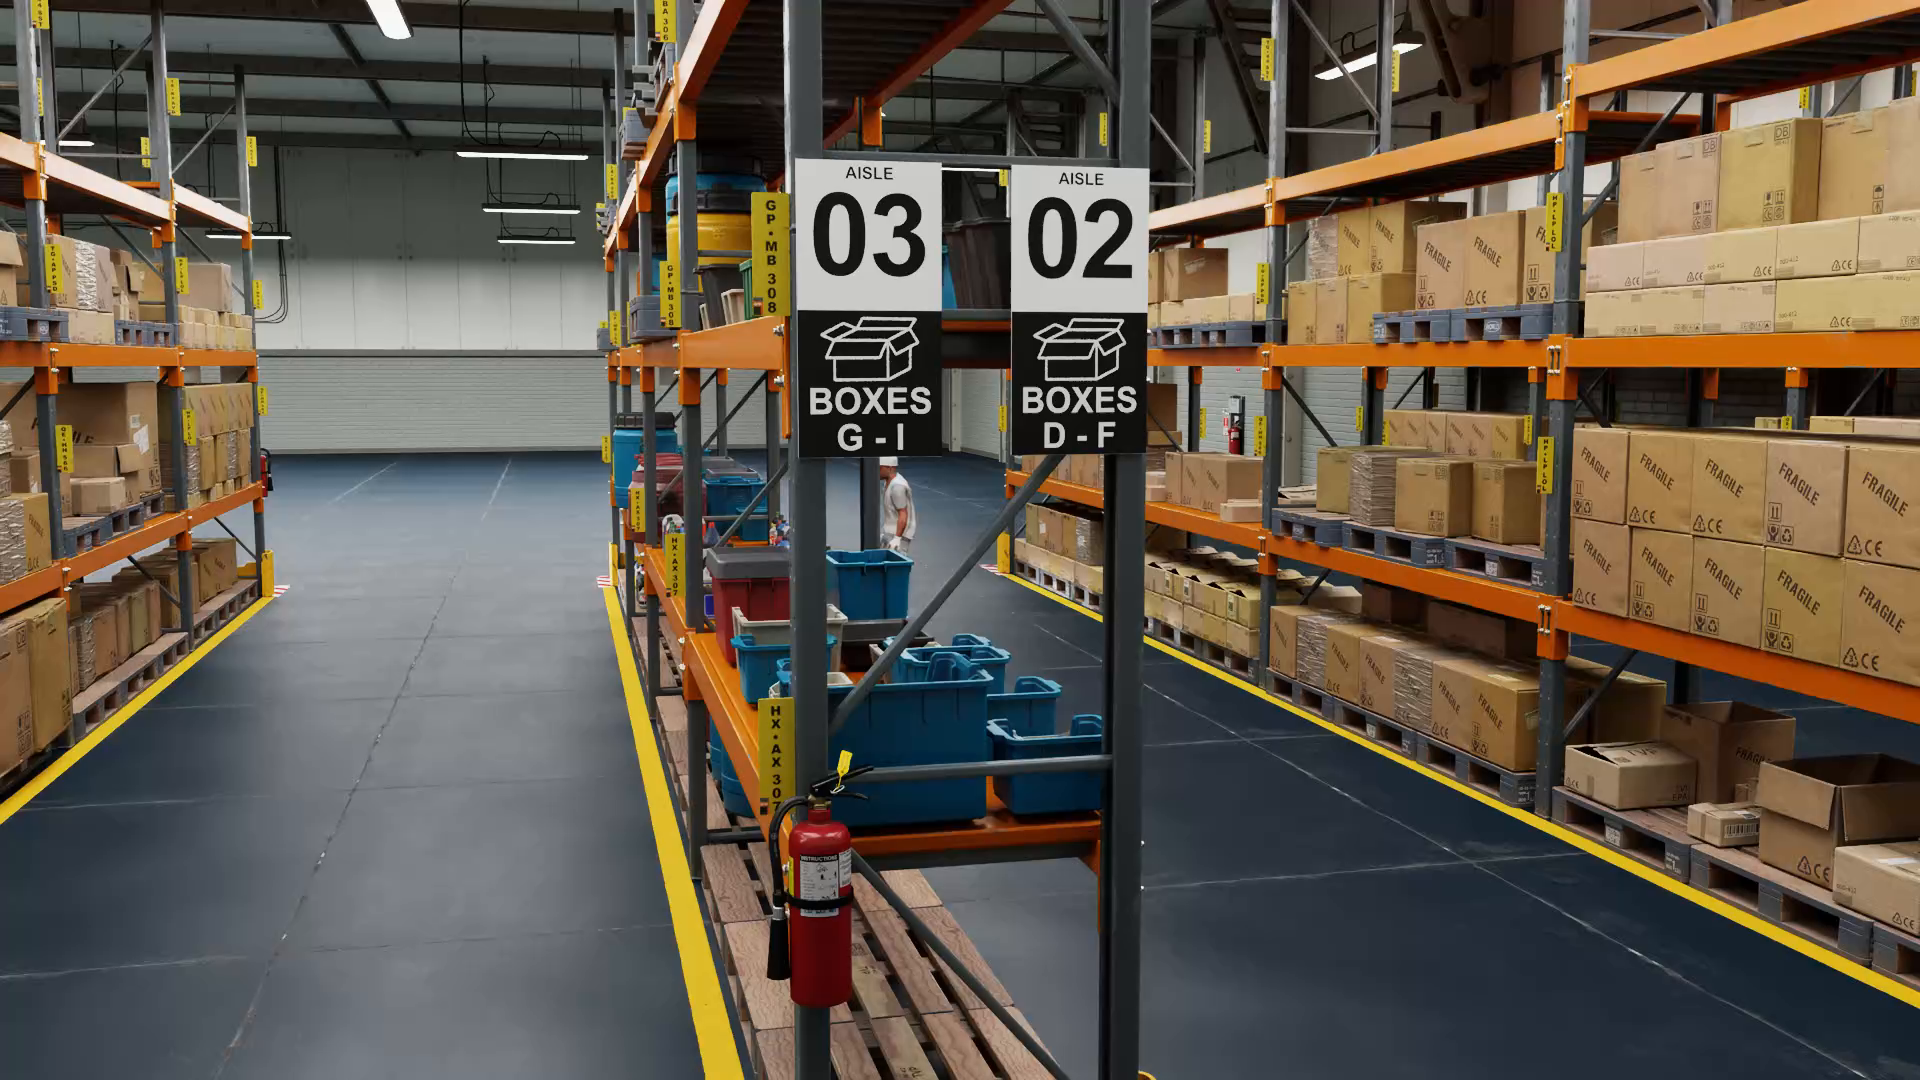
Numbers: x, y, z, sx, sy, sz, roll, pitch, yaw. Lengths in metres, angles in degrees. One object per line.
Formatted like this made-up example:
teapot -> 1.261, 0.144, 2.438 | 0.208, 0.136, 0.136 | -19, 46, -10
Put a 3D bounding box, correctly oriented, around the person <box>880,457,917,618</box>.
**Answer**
person -> -0.686, -0.012, 16.943 | 0.450, 1.778, 0.578 | -2, 6, -15
